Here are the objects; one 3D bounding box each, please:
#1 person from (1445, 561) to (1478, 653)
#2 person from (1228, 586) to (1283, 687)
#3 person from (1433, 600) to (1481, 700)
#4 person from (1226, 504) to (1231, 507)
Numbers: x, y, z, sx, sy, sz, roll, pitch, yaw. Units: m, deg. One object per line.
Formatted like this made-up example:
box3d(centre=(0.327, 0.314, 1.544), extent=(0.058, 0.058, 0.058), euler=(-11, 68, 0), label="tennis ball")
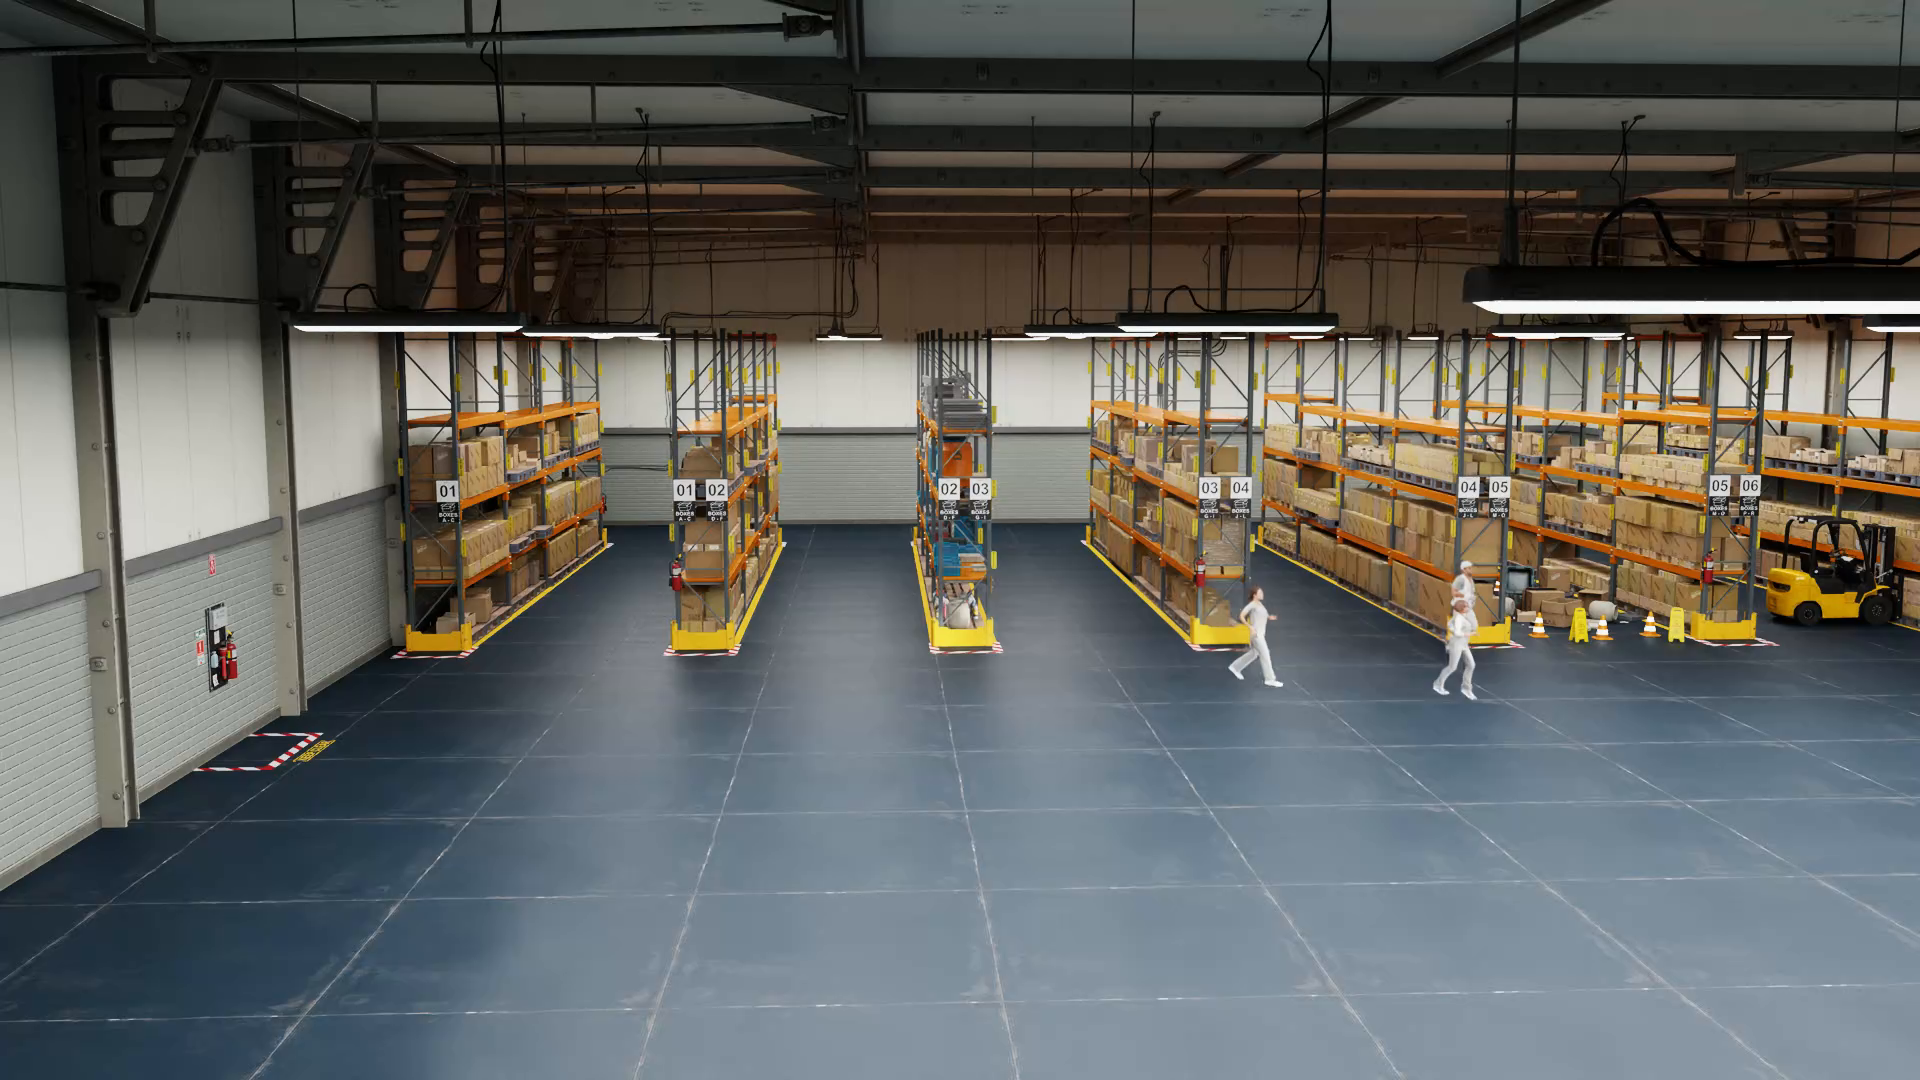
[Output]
box3d(centre=(9.331, 1.247, 30.617), extent=(0.668, 1.730, 0.601), euler=(-5, 9, -38), label="person")
box3d(centre=(4.962, 1.594, 27.862), extent=(0.969, 1.649, 0.564), euler=(3, 7, 25), label="person")
box3d(centre=(8.022, 1.770, 26.822), extent=(0.729, 1.637, 0.525), euler=(4, 8, 33), label="person")
box3d(centre=(7.489, -0.547, 46.824), extent=(0.584, 1.600, 0.773), euler=(1, 7, 5), label="person")
